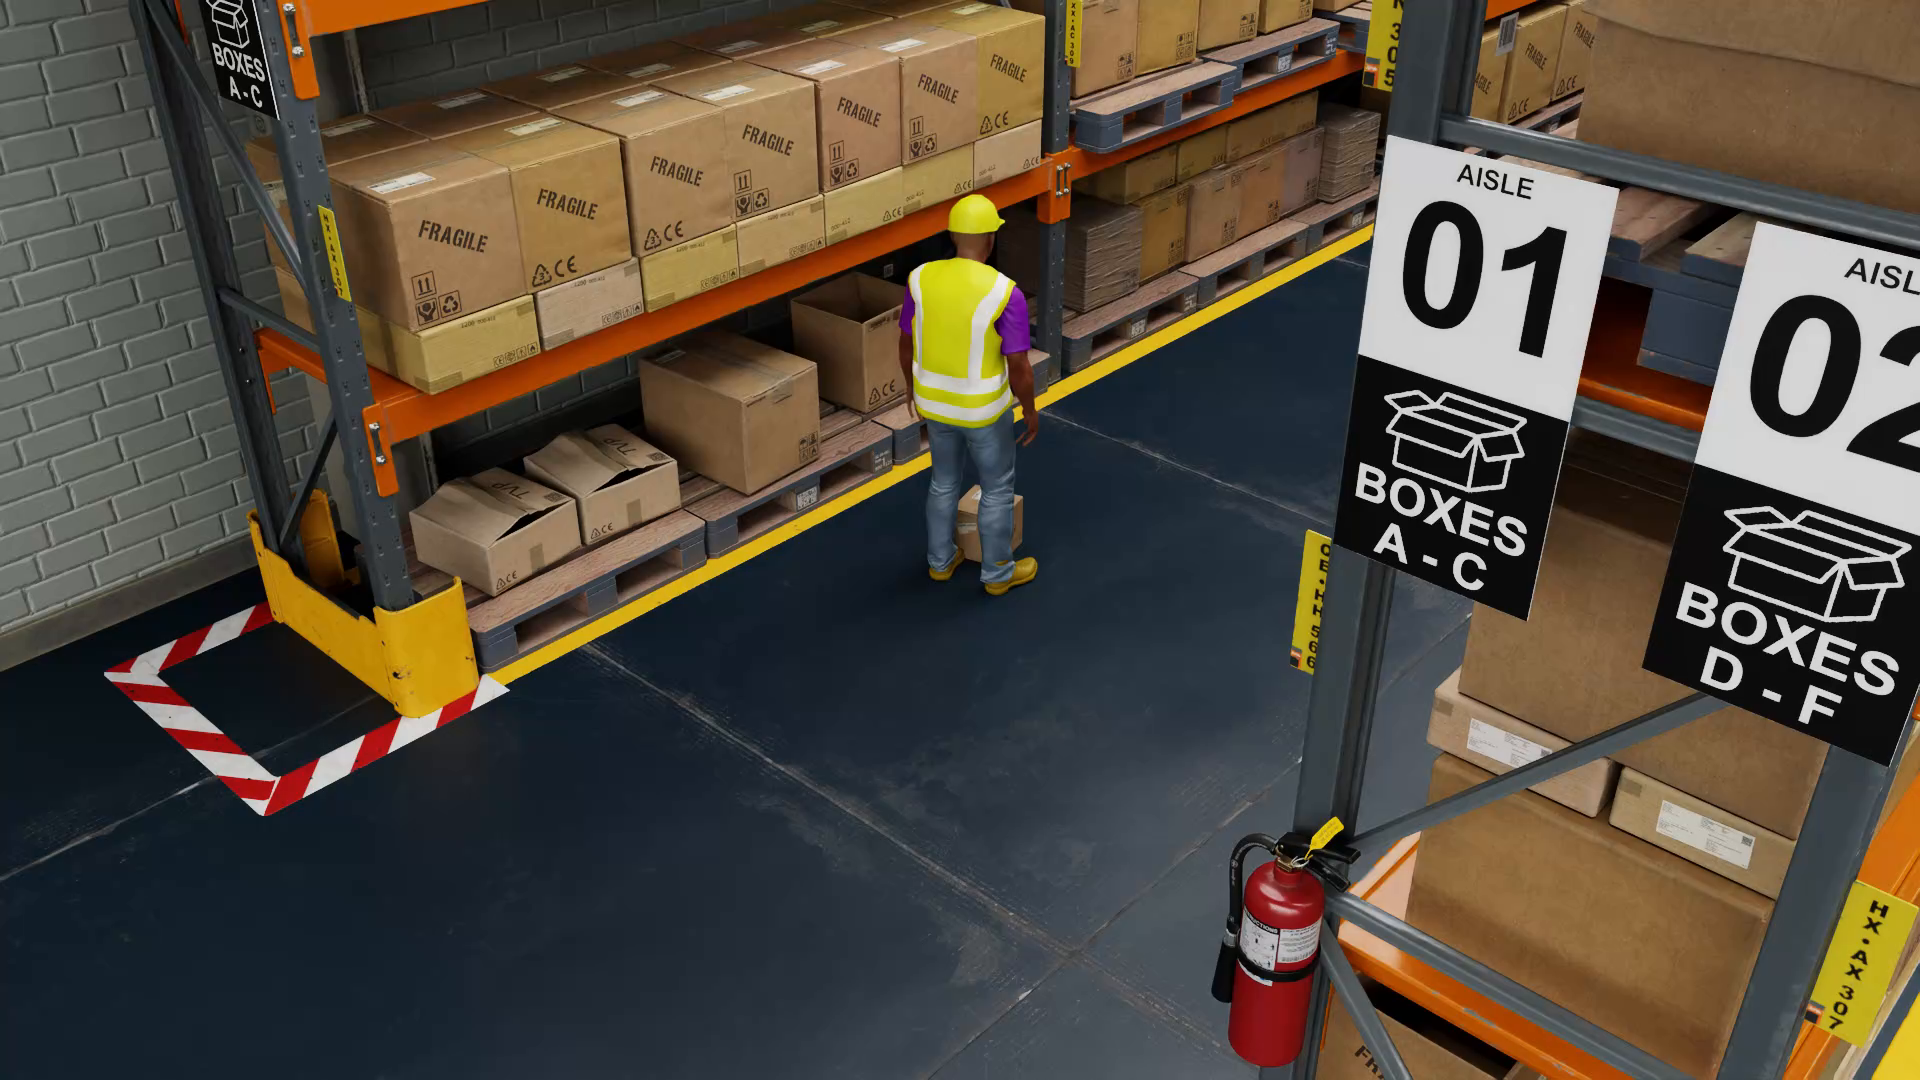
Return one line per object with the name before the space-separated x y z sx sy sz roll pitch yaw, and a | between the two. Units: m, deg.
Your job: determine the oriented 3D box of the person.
person | 0.045 -0.603 7.117 0.632 1.757 0.463 16 35 24
